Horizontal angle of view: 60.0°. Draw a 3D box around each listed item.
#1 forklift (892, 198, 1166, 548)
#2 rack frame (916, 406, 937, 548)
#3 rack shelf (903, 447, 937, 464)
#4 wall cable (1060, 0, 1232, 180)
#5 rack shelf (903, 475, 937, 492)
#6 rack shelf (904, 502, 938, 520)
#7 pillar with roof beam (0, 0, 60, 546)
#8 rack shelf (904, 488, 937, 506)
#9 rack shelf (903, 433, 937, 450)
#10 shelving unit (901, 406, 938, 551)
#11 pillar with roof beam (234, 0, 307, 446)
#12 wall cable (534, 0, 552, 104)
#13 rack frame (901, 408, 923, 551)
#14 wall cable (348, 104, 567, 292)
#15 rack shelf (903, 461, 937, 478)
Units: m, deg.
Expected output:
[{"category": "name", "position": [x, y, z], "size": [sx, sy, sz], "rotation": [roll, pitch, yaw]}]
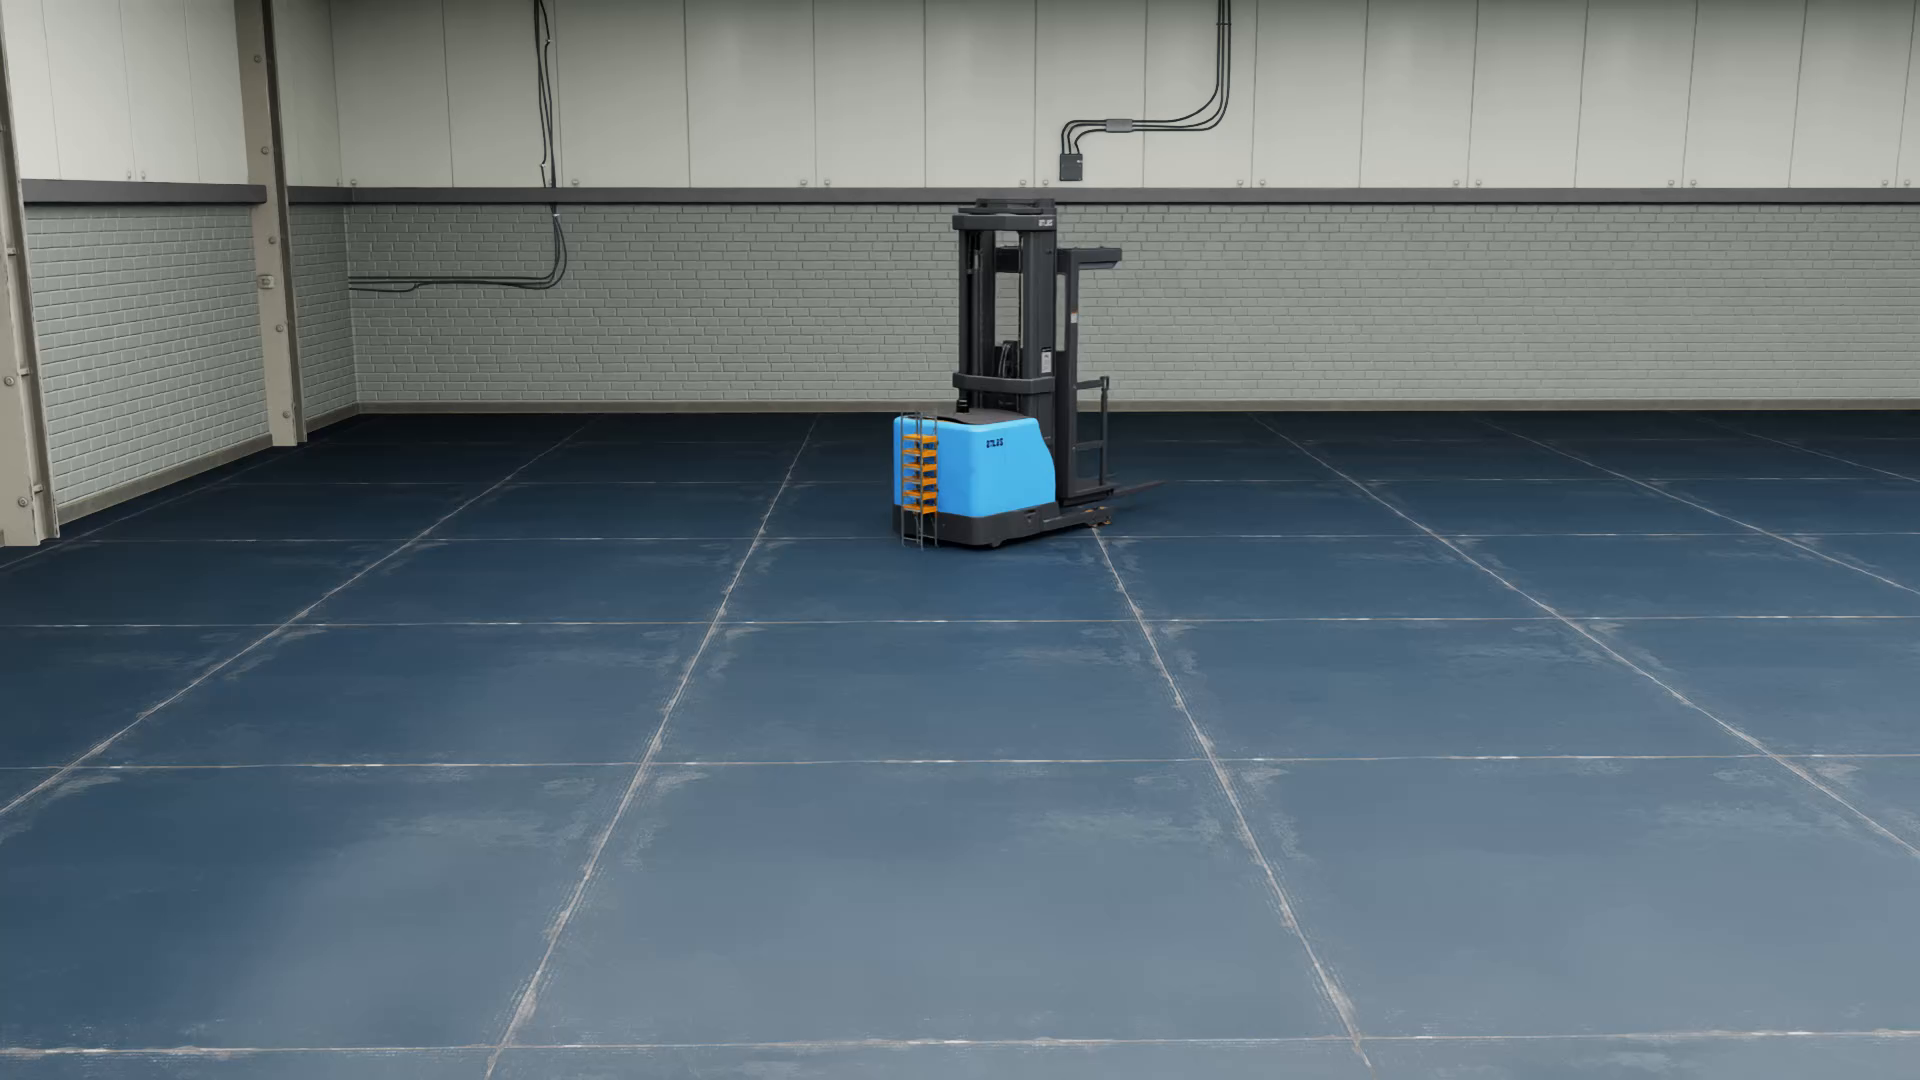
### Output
[{"category": "forklift", "position": [0.761, -1.607, 15.109], "size": [1.130, 2.935, 3.031], "rotation": [10, 15, 41]}, {"category": "rack frame", "position": [-0.287, -0.539, 14.199], "size": [0.240, 1.200, 0.006], "rotation": [10, 15, 41]}, {"category": "rack shelf", "position": [-0.347, -0.717, 14.093], "size": [0.258, 0.103, 0.180], "rotation": [10, 15, 41]}, {"category": "wall cable", "position": [2.524, -7.886, 22.243], "size": [2.305, 6.003, 0.169], "rotation": [0, 11, -1]}, {"category": "rack shelf", "position": [-0.347, -0.482, 14.141], "size": [0.258, 0.103, 0.180], "rotation": [10, 15, 41]}, {"category": "rack shelf", "position": [-0.347, -0.247, 14.189], "size": [0.258, 0.103, 0.180], "rotation": [10, 15, 41]}, {"category": "pillar with roof beam", "position": [-3.801, -4.417, 13.699], "size": [9.100, 9.000, 0.400], "rotation": [0, 11, -1]}, {"category": "rack shelf", "position": [-0.347, -0.364, 14.165], "size": [0.258, 0.103, 0.180], "rotation": [10, 15, 41]}, {"category": "rack shelf", "position": [-0.347, -0.835, 14.070], "size": [0.258, 0.103, 0.180], "rotation": [10, 15, 41]}, {"category": "shelving unit", "position": [-0.347, -0.526, 14.132], "size": [0.258, 1.200, 0.189], "rotation": [10, 15, 41]}, {"category": "pillar with roof beam", "position": [-3.925, -5.610, 19.578], "size": [9.100, 9.000, 0.400], "rotation": [0, 11, -1]}, {"category": "wall cable", "position": [-4.263, -7.148, 22.266], "size": [3.097, 2.526, 0.112], "rotation": [0, 11, -1]}, {"category": "rack frame", "position": [-0.408, -0.512, 14.065], "size": [0.240, 1.200, 0.006], "rotation": [10, 15, 41]}, {"category": "wall cable", "position": [-6.967, -4.662, 22.713], "size": [3.097, 2.526, 0.112], "rotation": [0, 11, -1]}, {"category": "rack shelf", "position": [-0.347, -0.600, 14.117], "size": [0.258, 0.103, 0.180], "rotation": [10, 15, 41]}]
